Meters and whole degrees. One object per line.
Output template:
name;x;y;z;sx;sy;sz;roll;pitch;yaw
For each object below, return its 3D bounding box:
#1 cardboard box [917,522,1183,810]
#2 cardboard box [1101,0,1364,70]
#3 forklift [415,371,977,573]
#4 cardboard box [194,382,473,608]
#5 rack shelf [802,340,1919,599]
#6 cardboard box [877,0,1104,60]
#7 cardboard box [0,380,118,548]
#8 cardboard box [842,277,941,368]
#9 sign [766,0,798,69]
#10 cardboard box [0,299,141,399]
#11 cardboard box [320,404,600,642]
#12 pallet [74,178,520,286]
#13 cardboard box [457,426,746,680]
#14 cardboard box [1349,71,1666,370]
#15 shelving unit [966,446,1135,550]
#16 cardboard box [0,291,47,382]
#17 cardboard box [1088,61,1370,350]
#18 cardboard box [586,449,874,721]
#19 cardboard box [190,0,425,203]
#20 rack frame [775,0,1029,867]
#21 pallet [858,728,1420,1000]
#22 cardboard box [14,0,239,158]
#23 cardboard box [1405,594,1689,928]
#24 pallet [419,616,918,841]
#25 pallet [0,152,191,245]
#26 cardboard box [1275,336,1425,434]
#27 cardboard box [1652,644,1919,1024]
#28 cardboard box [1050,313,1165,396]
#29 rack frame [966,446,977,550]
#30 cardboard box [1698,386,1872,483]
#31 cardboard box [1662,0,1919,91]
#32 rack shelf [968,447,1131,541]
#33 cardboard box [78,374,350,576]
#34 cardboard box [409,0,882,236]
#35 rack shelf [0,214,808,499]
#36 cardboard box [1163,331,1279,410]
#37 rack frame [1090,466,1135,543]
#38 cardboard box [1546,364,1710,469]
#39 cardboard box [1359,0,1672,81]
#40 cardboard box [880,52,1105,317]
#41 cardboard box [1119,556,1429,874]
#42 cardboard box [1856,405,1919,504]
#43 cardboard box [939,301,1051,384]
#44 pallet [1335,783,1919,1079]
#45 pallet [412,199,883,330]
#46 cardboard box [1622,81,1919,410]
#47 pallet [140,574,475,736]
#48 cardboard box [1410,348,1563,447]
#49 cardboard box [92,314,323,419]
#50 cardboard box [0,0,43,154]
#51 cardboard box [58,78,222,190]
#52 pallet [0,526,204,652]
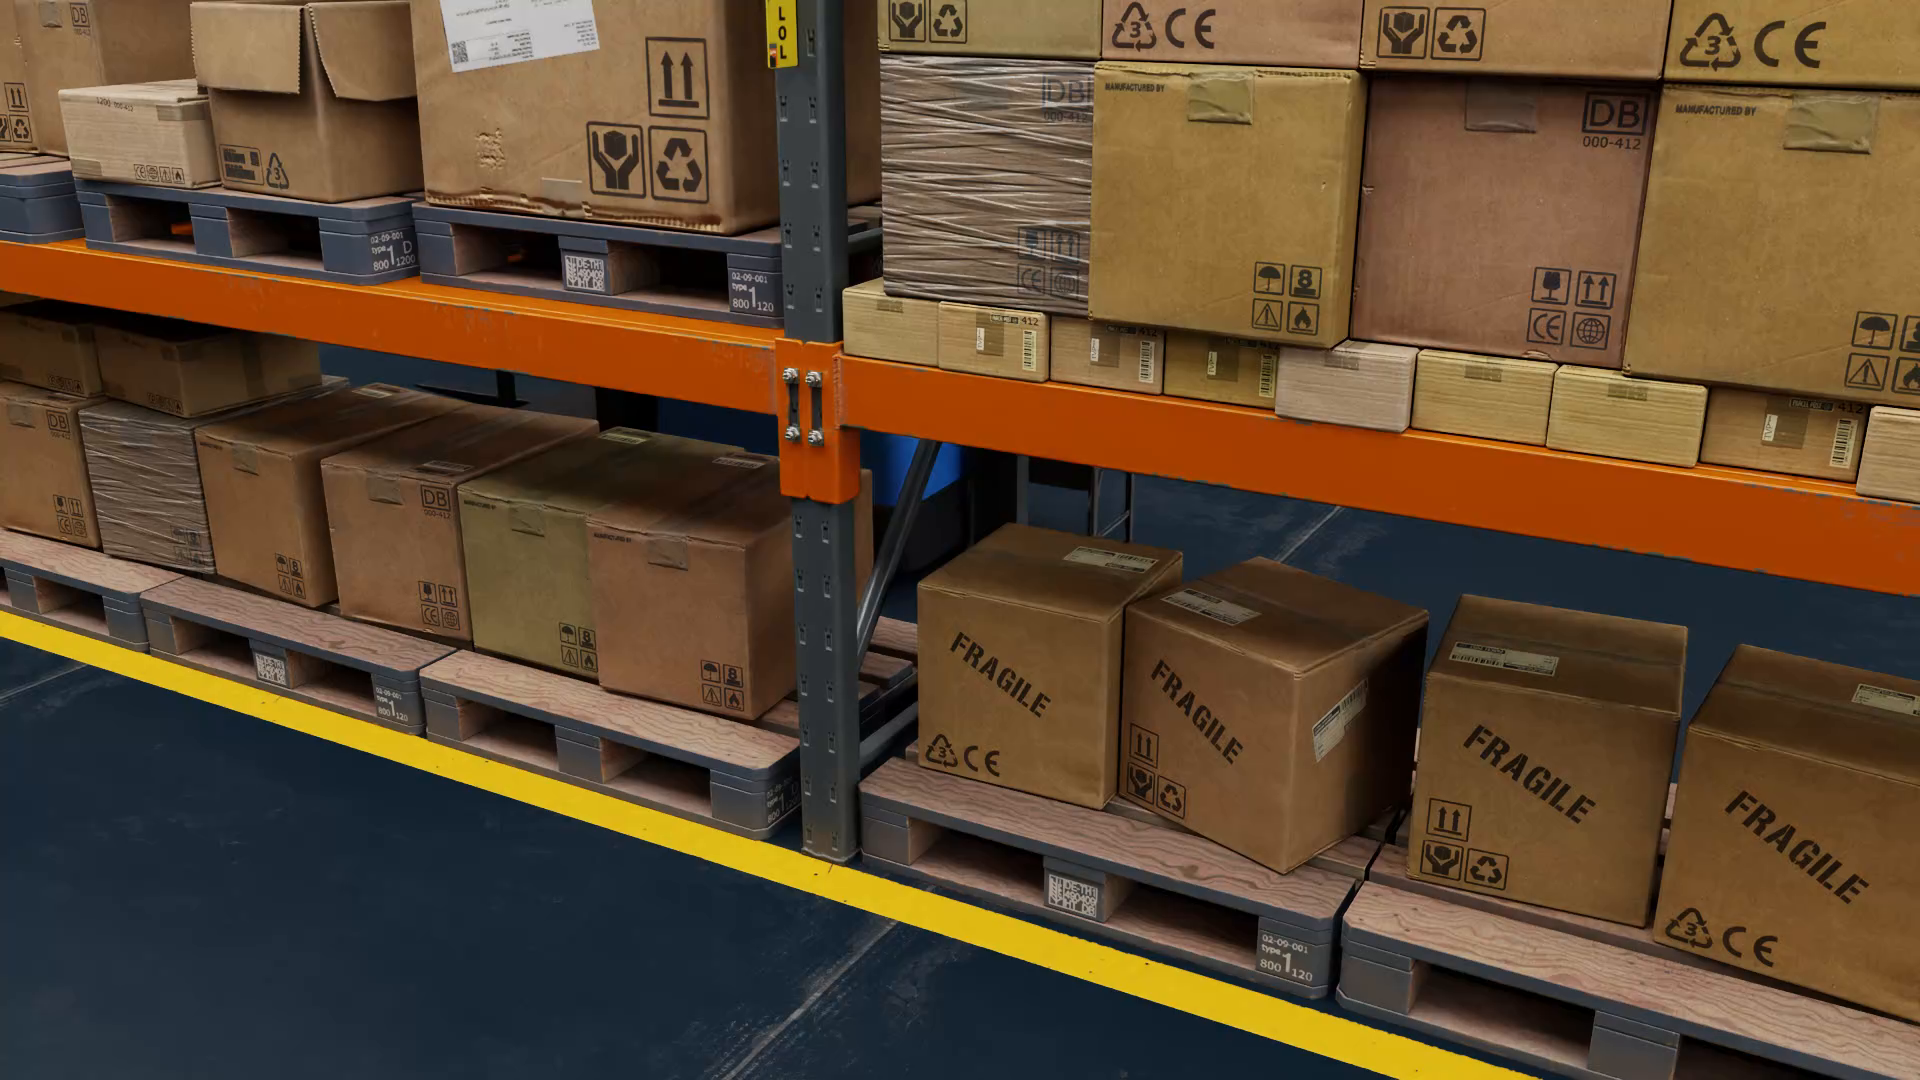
cardboard box;0.230;0.299;4.192;0.500;0.500;0.500;10;22;26
cardboard box;0.606;-1.181;3.172;0.500;0.500;0.500;11;23;27
forklift;-1.293;-1.574;6.405;3.031;2.935;1.130;10;22;25
cardboard box;-2.008;-0.168;5.449;0.500;0.500;0.700;13;24;32
rack shelf;1.646;-0.086;3.259;4.000;0.370;1.077;11;23;27
cardboard box;0.169;-1.263;3.400;0.500;0.500;0.500;11;23;27
cardboard box;-2.997;-0.348;5.947;0.500;0.500;0.700;10;22;24
cardboard box;-0.059;-0.514;3.751;0.250;0.149;0.380;11;23;27
sign;-0.367;-1.135;3.399;0.005;0.325;0.100;11;23;27
cardboard box;-2.992;-0.704;5.828;0.500;0.250;0.500;12;23;29
cardboard box;-1.521;-0.075;5.194;0.500;0.500;0.700;9;22;23
pallet;-1.844;-1.015;5.046;1.213;0.211;1.003;11;23;27
cardboard box;-1.033;0.018;4.938;0.500;0.500;0.700;11;22;27
cardboard box;1.168;-0.704;3.324;0.500;0.500;0.875;11;23;27
shelving unit;0.337;-0.937;5.870;0.503;2.100;0.431;10;22;25
cardboard box;-4.184;-0.742;6.511;0.875;0.875;1.225;10;22;25
cardboard box;0.682;-0.757;3.470;0.500;0.500;0.875;11;23;27
cardboard box;-0.625;0.103;4.704;0.500;0.500;0.700;9;22;23
cardboard box;-1.658;-1.264;4.683;0.637;0.503;0.797;13;24;33
rack frame;-0.100;-0.757;4.053;0.127;3.000;1.000;11;23;27
pallet;0.504;0.655;4.250;1.213;0.211;1.003;11;23;27
cardboard box;-2.565;-1.526;5.410;0.500;0.500;0.700;15;25;35
cardboard box;1.314;0.472;3.715;0.500;0.500;0.500;9;22;23
pallet;-0.780;0.425;4.884;1.213;0.211;1.003;11;23;27
pallet;-2.918;-1.245;5.680;1.003;0.211;1.213;11;23;27
cardboard box;0.806;-0.342;3.278;0.250;0.149;0.380;11;23;27
cardboard box;1.779;0.578;3.423;0.500;0.500;0.500;13;24;32
cardboard box;0.385;-0.435;3.533;0.250;0.149;0.380;11;23;27
rack frame;0.119;-0.975;5.973;0.015;2.100;0.400;10;22;25
cardboard box;1.498;-0.240;2.997;0.250;0.149;0.380;11;23;27
cardboard box;1.484;-1.018;2.722;0.500;0.500;0.500;11;23;27
rack shelf;0.337;-0.267;6.113;0.480;0.518;0.431;10;22;25
cardboard box;-2.507;-0.260;5.704;0.500;0.500;0.700;9;22;23
cardboard box;-0.725;-1.410;4.358;1.000;1.000;1.000;11;23;28
rack shelf;-1.846;-0.751;5.093;4.000;0.370;1.077;11;23;27
cardboard box;0.608;-0.396;3.427;0.250;0.149;0.380;11;23;27
rack frame;0.555;-0.900;5.768;0.015;2.100;0.400;10;22;25
cardboard box;1.257;-0.268;3.074;0.250;0.149;0.380;11;23;27
cardboard box;1.043;-1.097;2.942;0.500;0.500;0.500;11;23;27
cardboard box;0.263;-0.851;3.728;0.500;0.500;0.875;11;23;27
cardboard box;0.734;0.392;3.935;0.500;0.500;0.500;-17;26;-39
cardboard box;1.682;-0.178;2.825;0.250;0.149;0.380;11;23;27
cardboard box;0.153;-0.468;3.625;0.250;0.149;0.380;11;23;27
pallet;1.573;0.858;3.691;1.213;0.211;1.003;11;23;27
pallet;-0.696;-0.837;4.556;1.213;0.211;1.003;11;23;27
cardboard box;1.584;-0.608;3.061;0.500;0.500;0.875;11;23;27
pallet;-1.849;0.222;5.443;1.213;0.211;1.003;11;23;27
cardboard box;1.044;-0.313;3.198;0.250;0.149;0.380;11;23;27
cardboard box;-2.524;-0.619;5.593;0.500;0.250;0.500;14;24;33
cardboard box;-3.101;-1.589;5.584;0.500;0.500;0.500;8;21;21
cardboard box;-2.241;-1.202;4.884;0.500;0.250;0.500;10;22;26
pallet;-2.910;0.019;6.003;1.213;0.211;1.003;11;23;27
